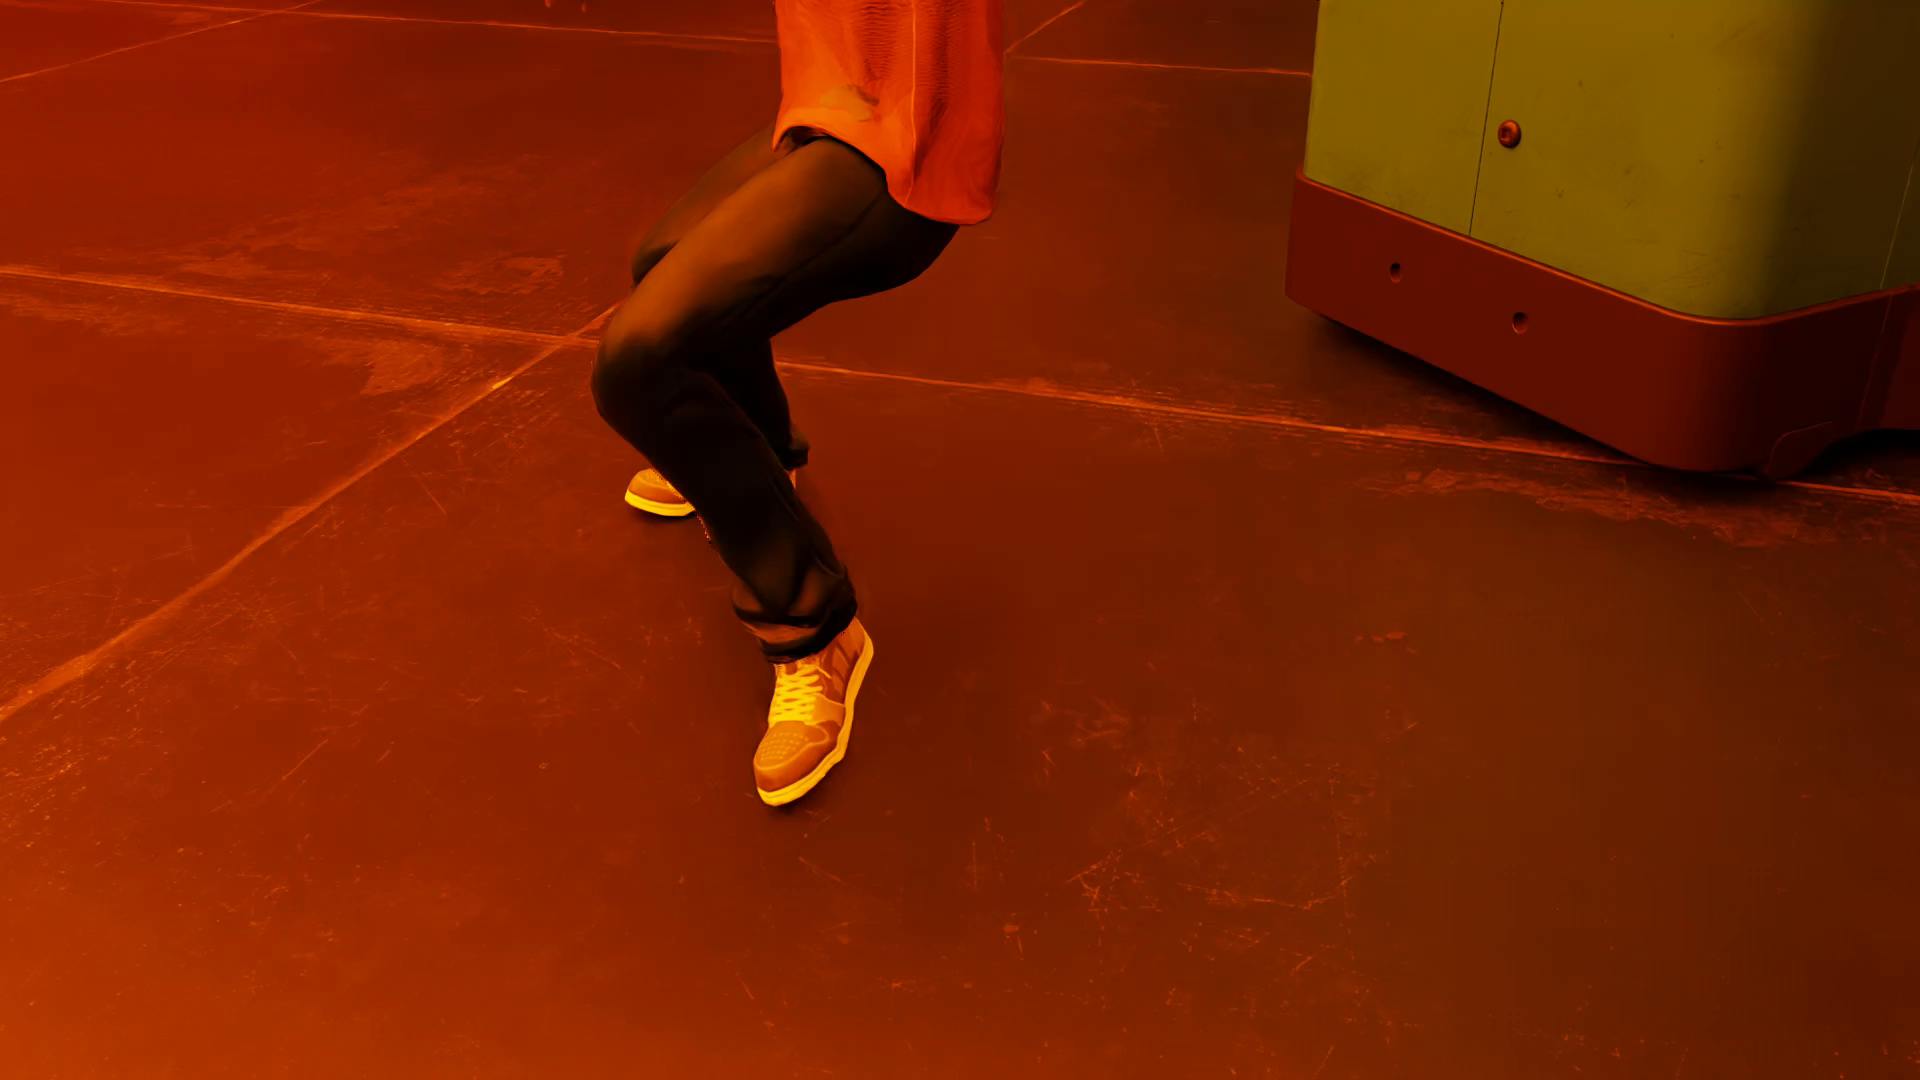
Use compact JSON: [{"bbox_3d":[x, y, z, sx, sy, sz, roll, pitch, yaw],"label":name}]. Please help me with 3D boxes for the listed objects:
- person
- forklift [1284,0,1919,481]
[{"bbox_3d":[-0.282,-0.495,1.965,0.662,1.366,0.914,-1,27,-2],"label":"person"},{"bbox_3d":[2.189,-1.861,2.923,3.031,2.935,1.130,-14,30,-25],"label":"forklift"}]
